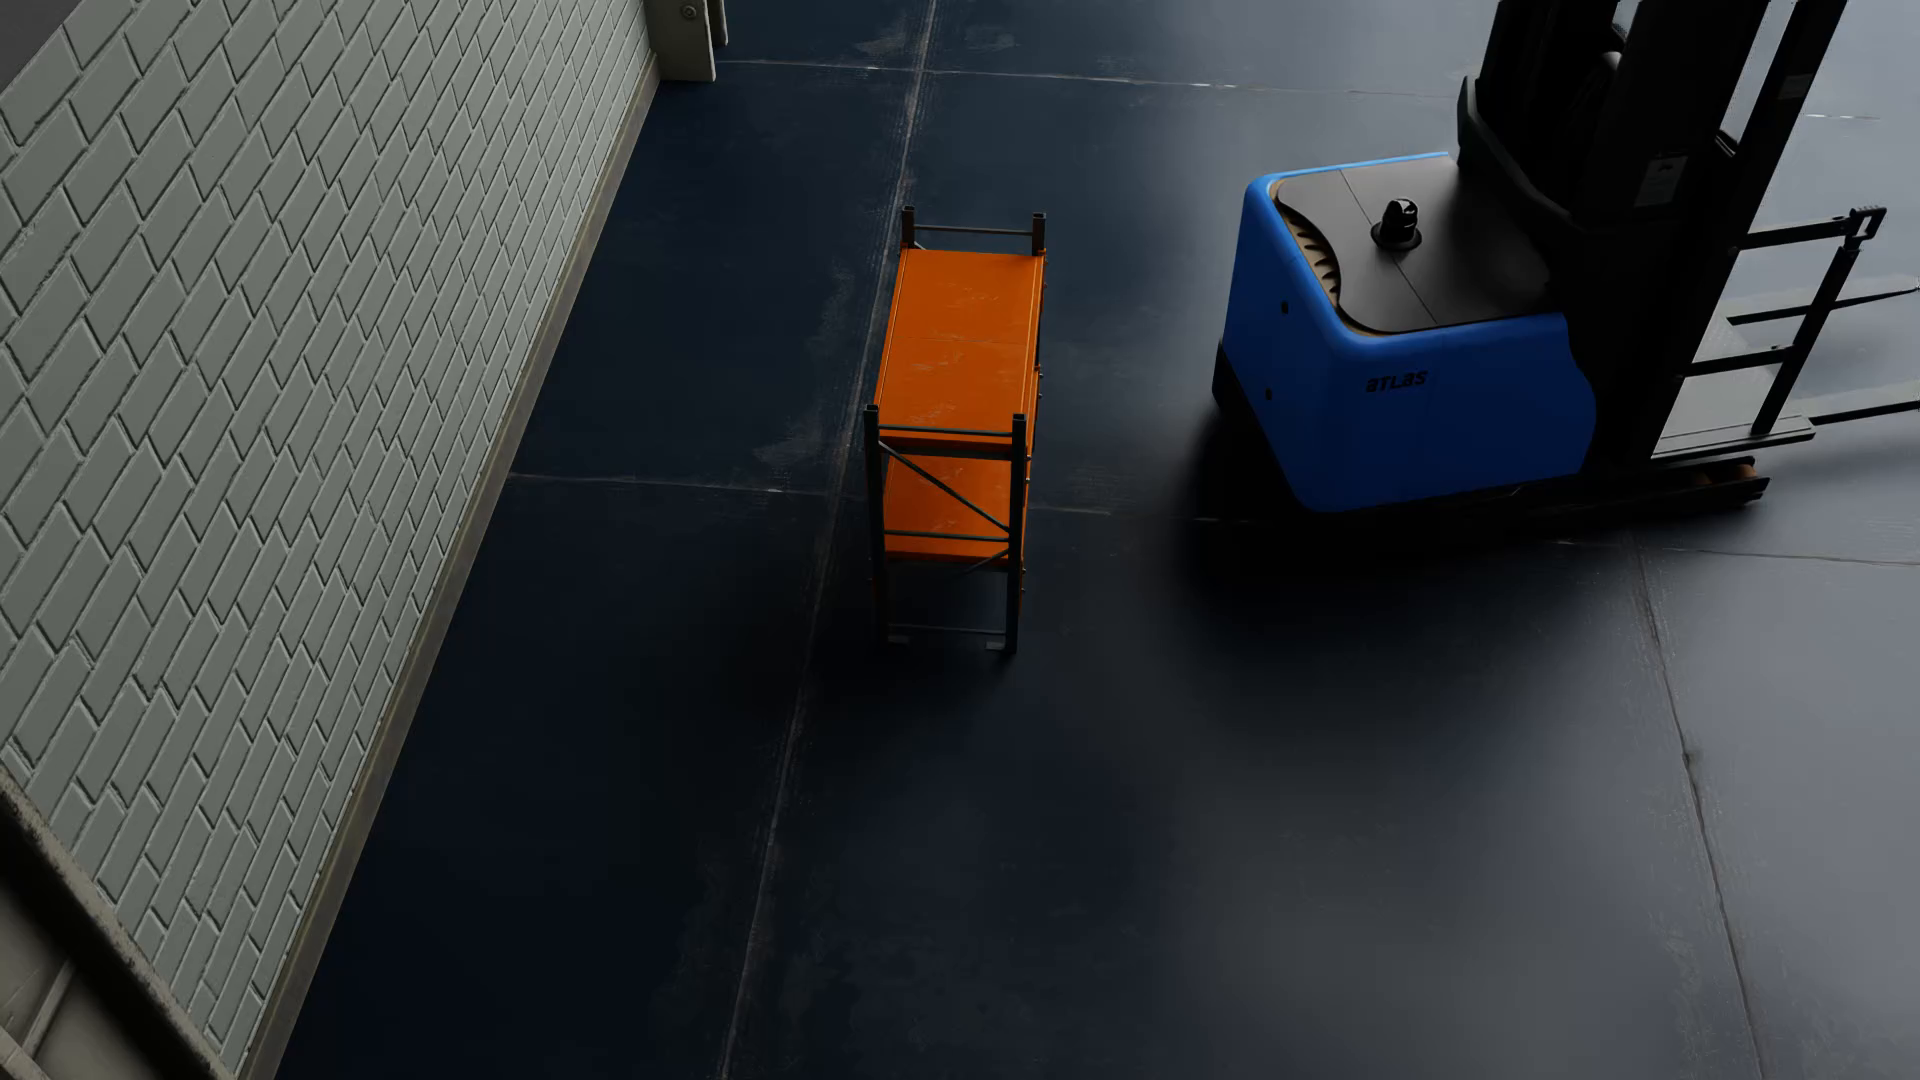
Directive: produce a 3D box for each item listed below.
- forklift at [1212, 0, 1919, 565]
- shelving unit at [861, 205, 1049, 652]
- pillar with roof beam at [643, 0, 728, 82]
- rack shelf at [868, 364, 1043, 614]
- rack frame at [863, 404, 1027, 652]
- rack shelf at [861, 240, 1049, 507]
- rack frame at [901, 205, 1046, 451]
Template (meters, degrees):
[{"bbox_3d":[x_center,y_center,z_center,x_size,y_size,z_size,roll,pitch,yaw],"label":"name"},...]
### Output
[{"bbox_3d":[2.586,-1.461,5.600,3.031,2.935,1.130,-9,48,-8],"label":"forklift"},{"bbox_3d":[0.001,-0.385,5.839,0.538,1.125,1.048,4,48,4],"label":"shelving unit"},{"bbox_3d":[2.914,-5.207,4.914,9.100,9.000,0.400,4,48,4],"label":"pillar with roof beam"},{"bbox_3d":[0.001,-0.220,6.020,0.538,0.278,1.000,4,48,4],"label":"rack shelf"},{"bbox_3d":[-0.046,-0.011,5.498,0.500,1.125,0.032,4,48,4],"label":"rack frame"},{"bbox_3d":[0.001,-0.582,5.623,0.538,0.278,1.000,4,48,4],"label":"rack shelf"},{"bbox_3d":[0.047,-0.758,6.181,0.500,1.125,0.032,4,48,4],"label":"rack frame"}]
